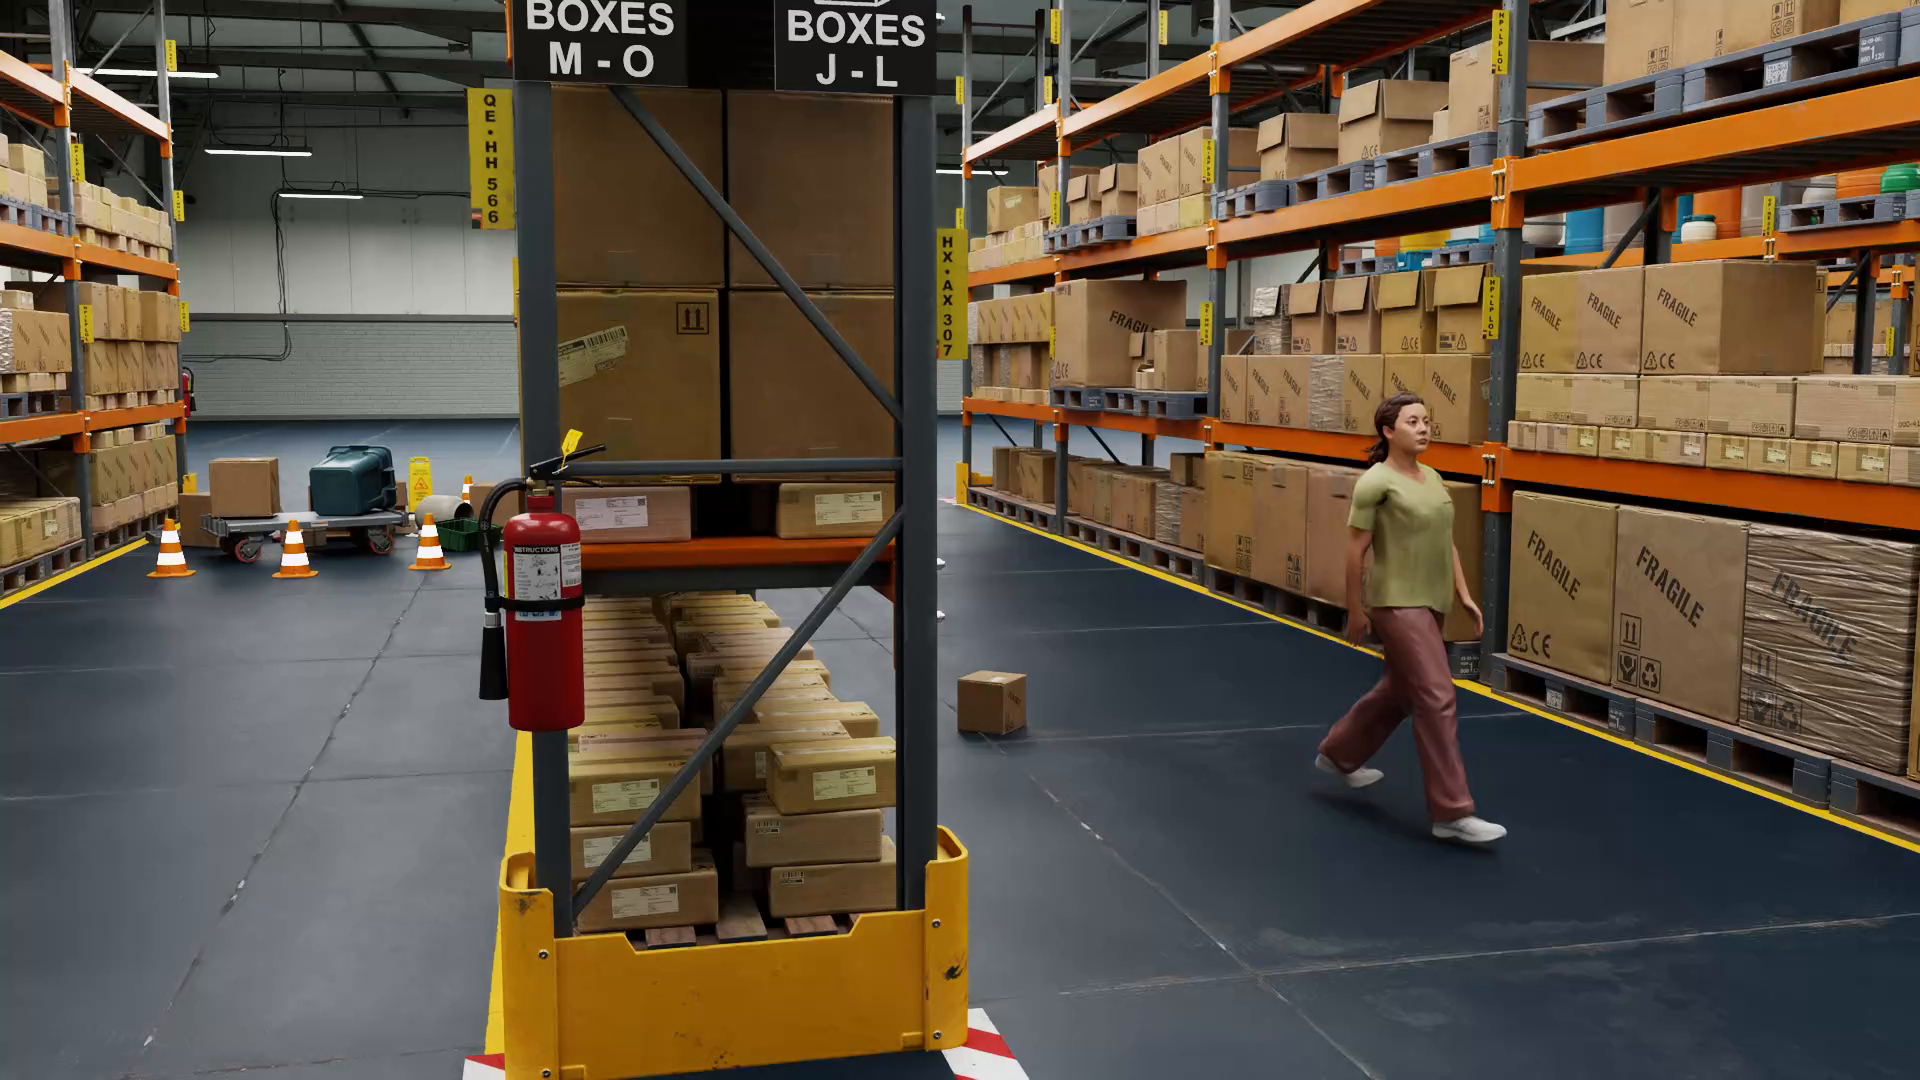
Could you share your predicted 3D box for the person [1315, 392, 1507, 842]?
[{"bbox_3d":[1.714,0.256,6.294,0.448,1.627,0.989,-5,8,-37],"label":"person"}]
